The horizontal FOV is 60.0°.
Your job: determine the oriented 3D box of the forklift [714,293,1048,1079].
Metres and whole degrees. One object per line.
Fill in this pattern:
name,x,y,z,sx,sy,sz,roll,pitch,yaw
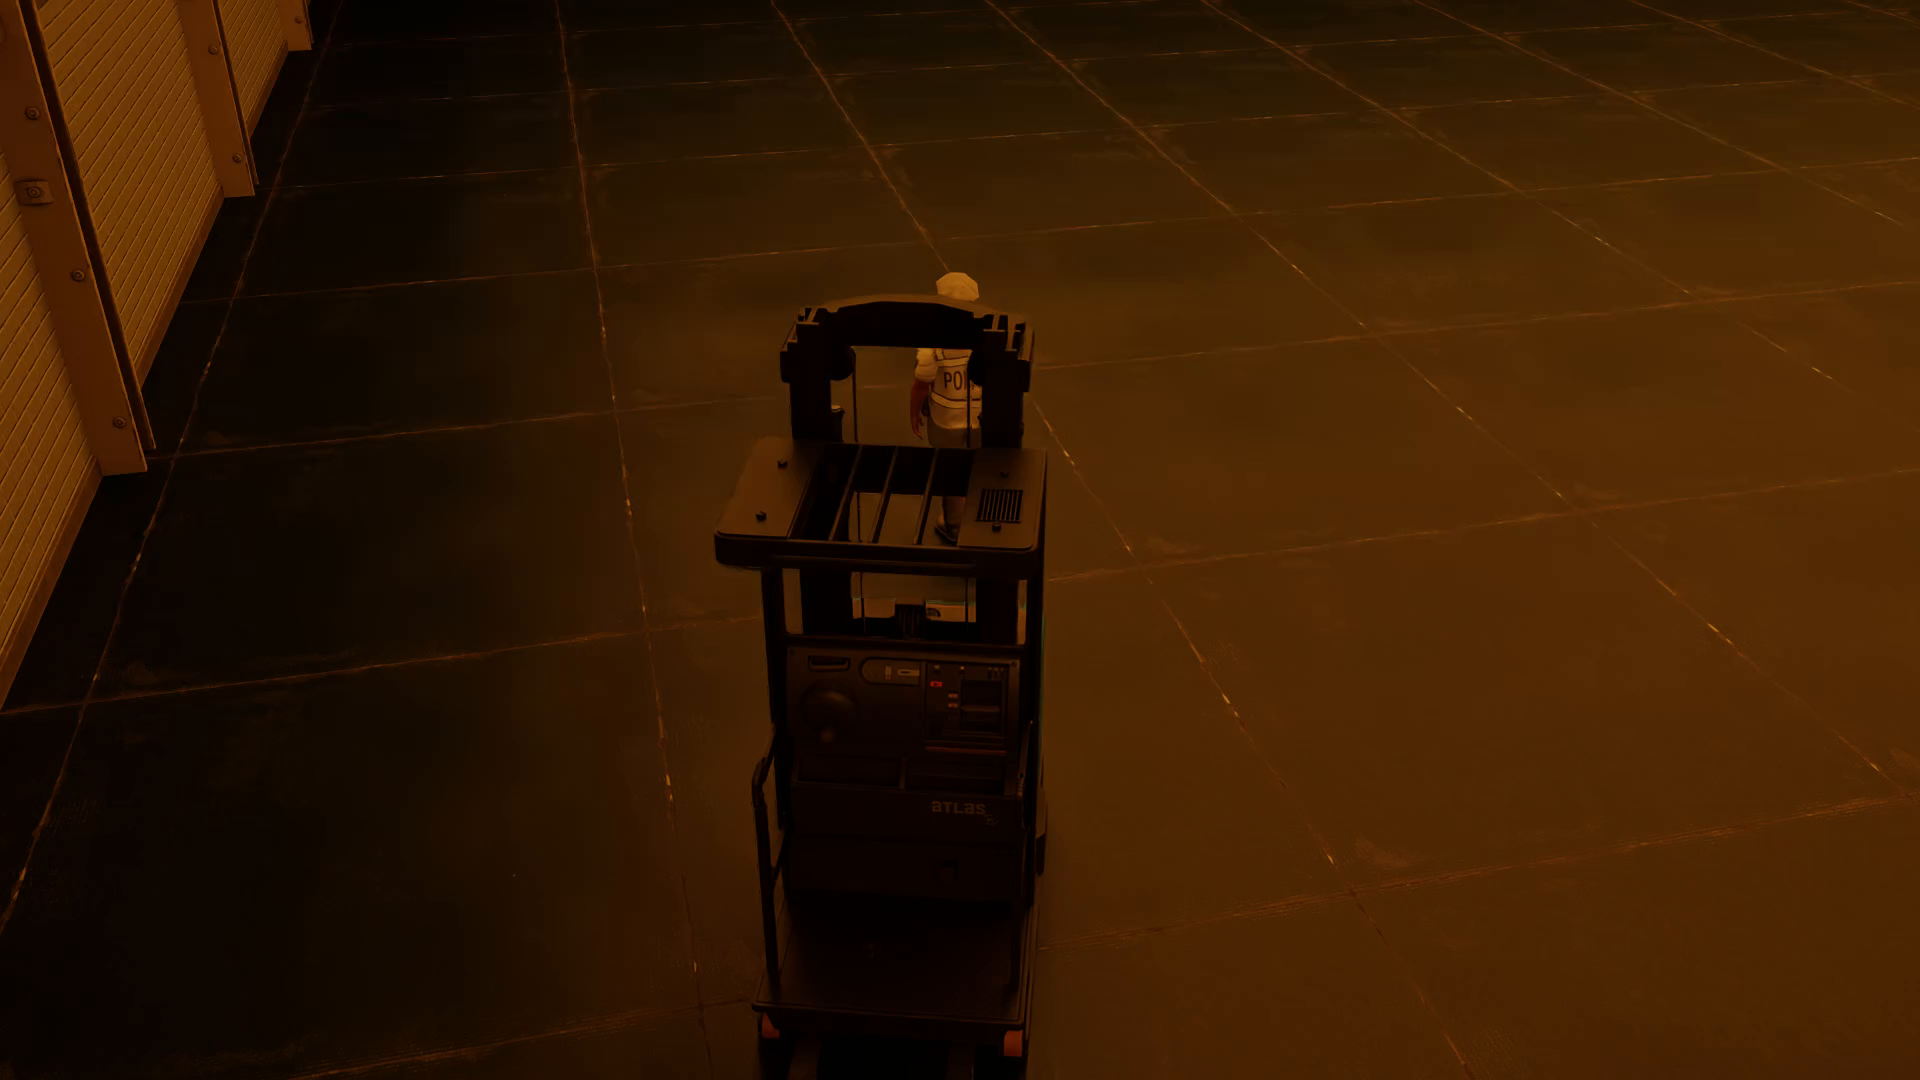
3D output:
forklift,-0.246,0.675,6.408,1.130,2.935,3.031,3,30,5

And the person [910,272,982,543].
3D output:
person,-0.007,-0.818,10.117,0.641,1.781,0.574,-7,31,-12
